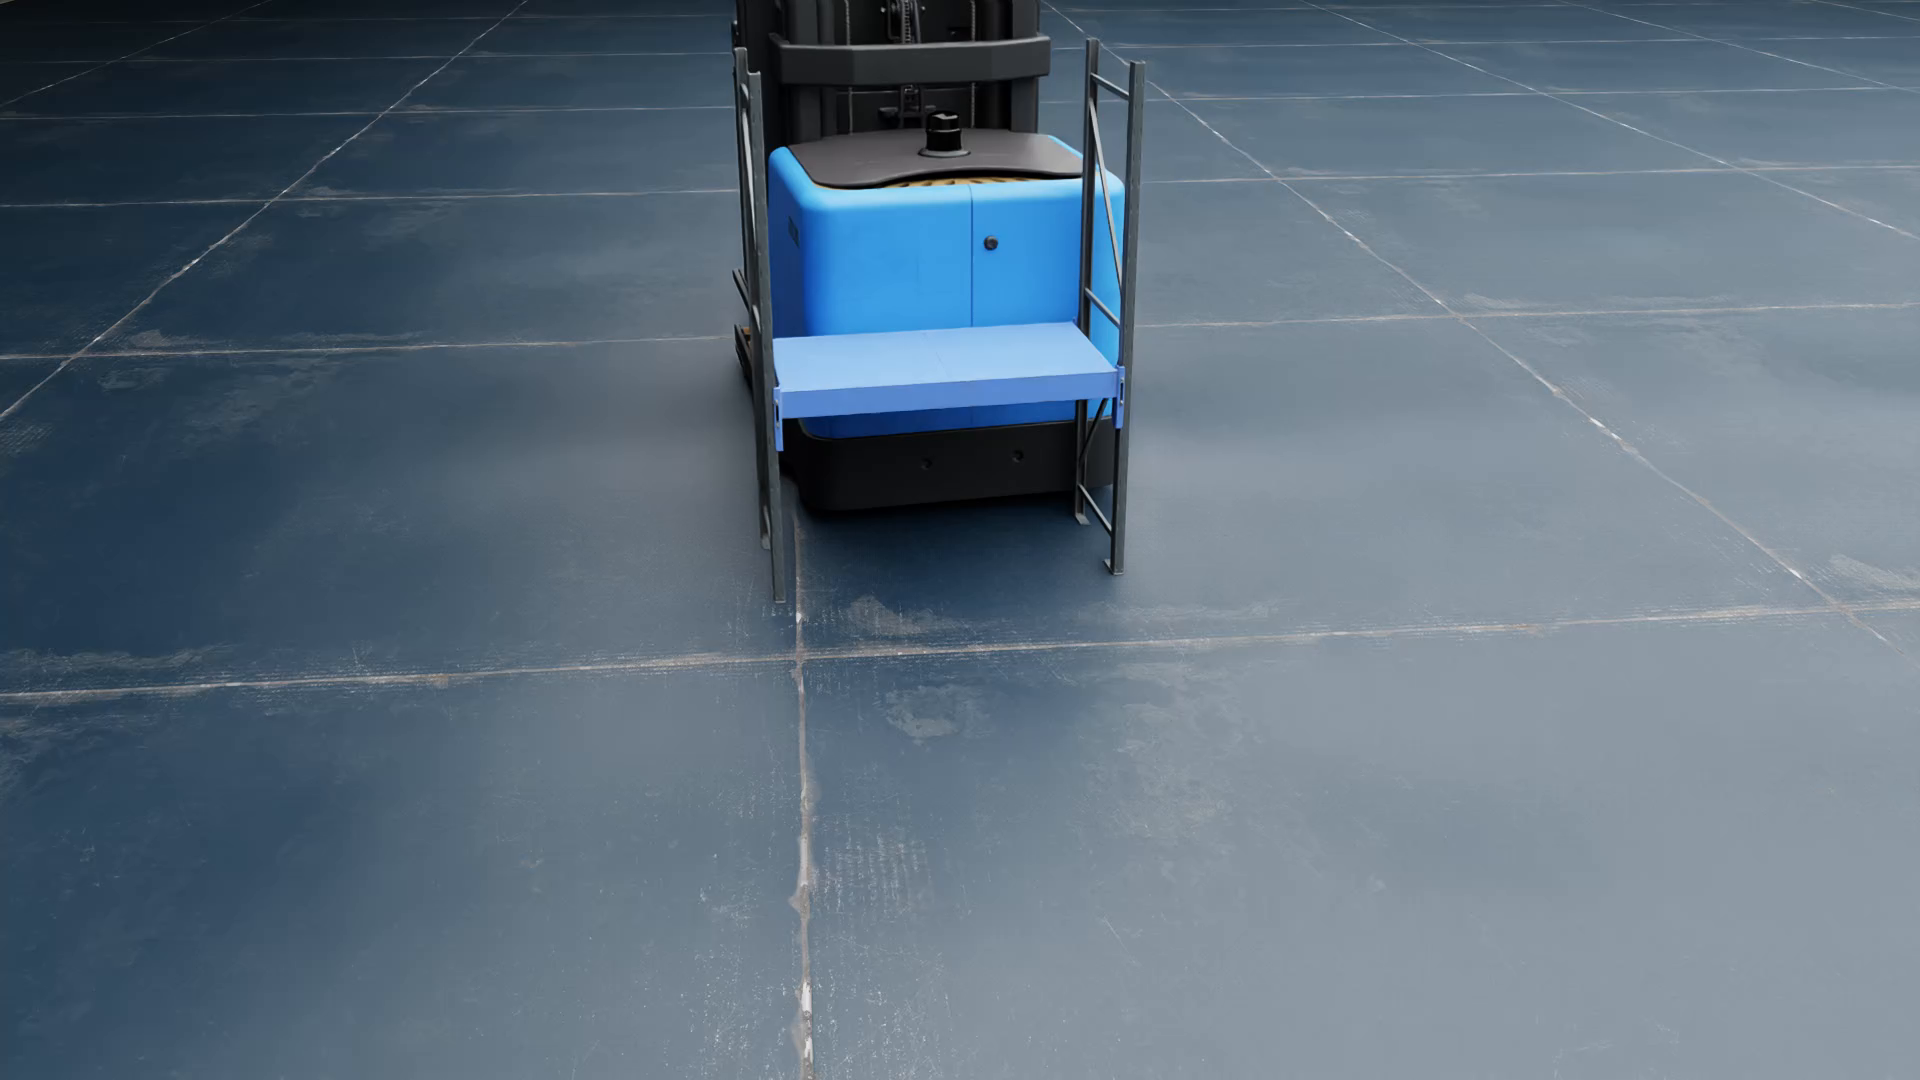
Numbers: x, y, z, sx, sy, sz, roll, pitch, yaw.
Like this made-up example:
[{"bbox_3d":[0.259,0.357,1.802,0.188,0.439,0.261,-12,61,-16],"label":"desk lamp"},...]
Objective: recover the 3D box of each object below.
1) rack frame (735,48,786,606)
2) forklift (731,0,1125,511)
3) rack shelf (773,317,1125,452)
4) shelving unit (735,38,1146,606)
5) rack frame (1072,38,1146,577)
[{"bbox_3d":[-0.569,-0.596,4.745,0.032,1.500,0.500,-5,24,-10],"label":"rack frame"},{"bbox_3d":[-0.308,-2.004,6.150,1.130,2.935,3.031,-5,25,-12],"label":"forklift"},{"bbox_3d":[-0.070,-0.471,4.906,1.000,0.185,0.538,-5,24,-10],"label":"rack shelf"},{"bbox_3d":[-0.070,-0.636,4.833,1.048,1.500,0.538,-5,24,-10],"label":"shelving unit"},{"bbox_3d":[0.429,-0.675,4.922,0.032,1.500,0.500,-5,24,-10],"label":"rack frame"}]
